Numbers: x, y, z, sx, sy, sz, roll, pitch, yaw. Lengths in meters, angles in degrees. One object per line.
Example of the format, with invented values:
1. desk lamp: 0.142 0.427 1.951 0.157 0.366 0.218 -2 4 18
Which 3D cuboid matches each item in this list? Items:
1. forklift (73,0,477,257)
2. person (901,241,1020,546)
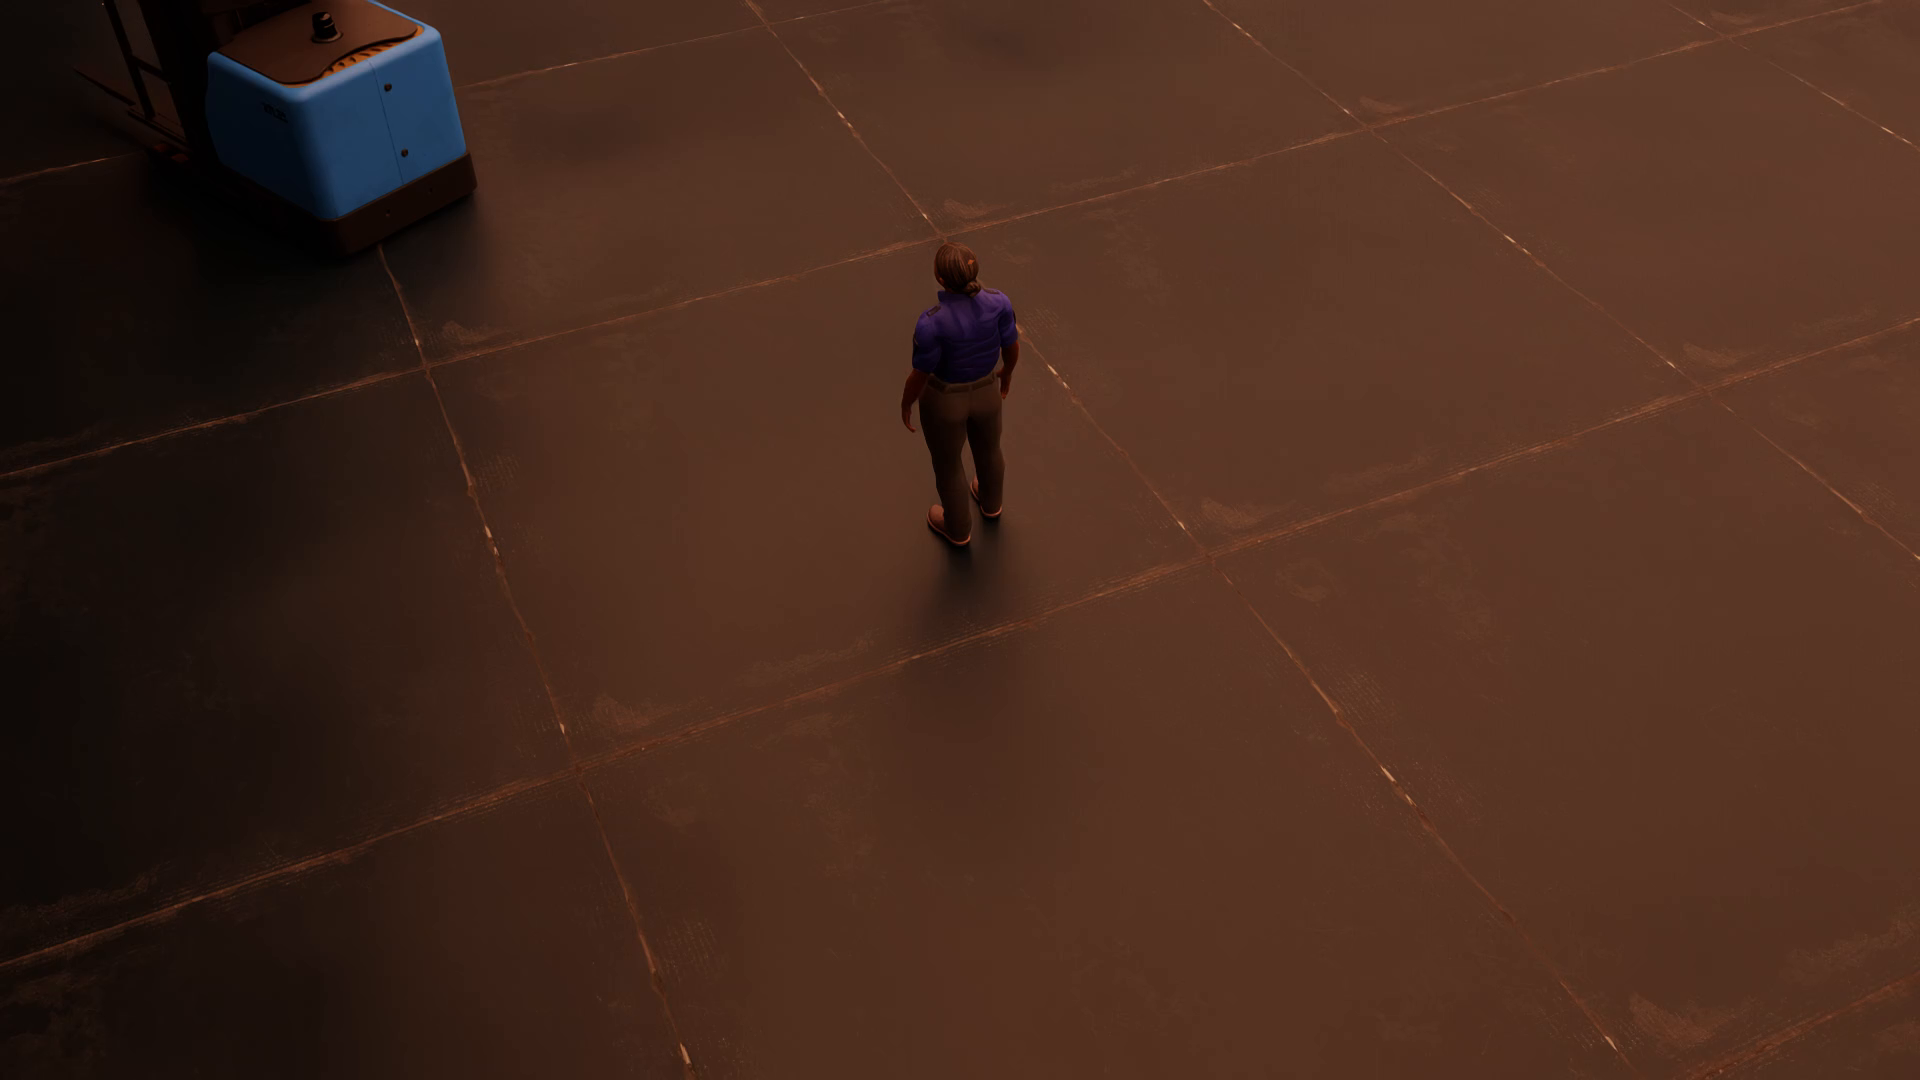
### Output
1. forklift: -4.372 -3.519 9.451 3.031 2.935 1.130 29 50 27
2. person: -0.018 -0.670 7.323 0.569 1.654 0.504 -18 46 -18
